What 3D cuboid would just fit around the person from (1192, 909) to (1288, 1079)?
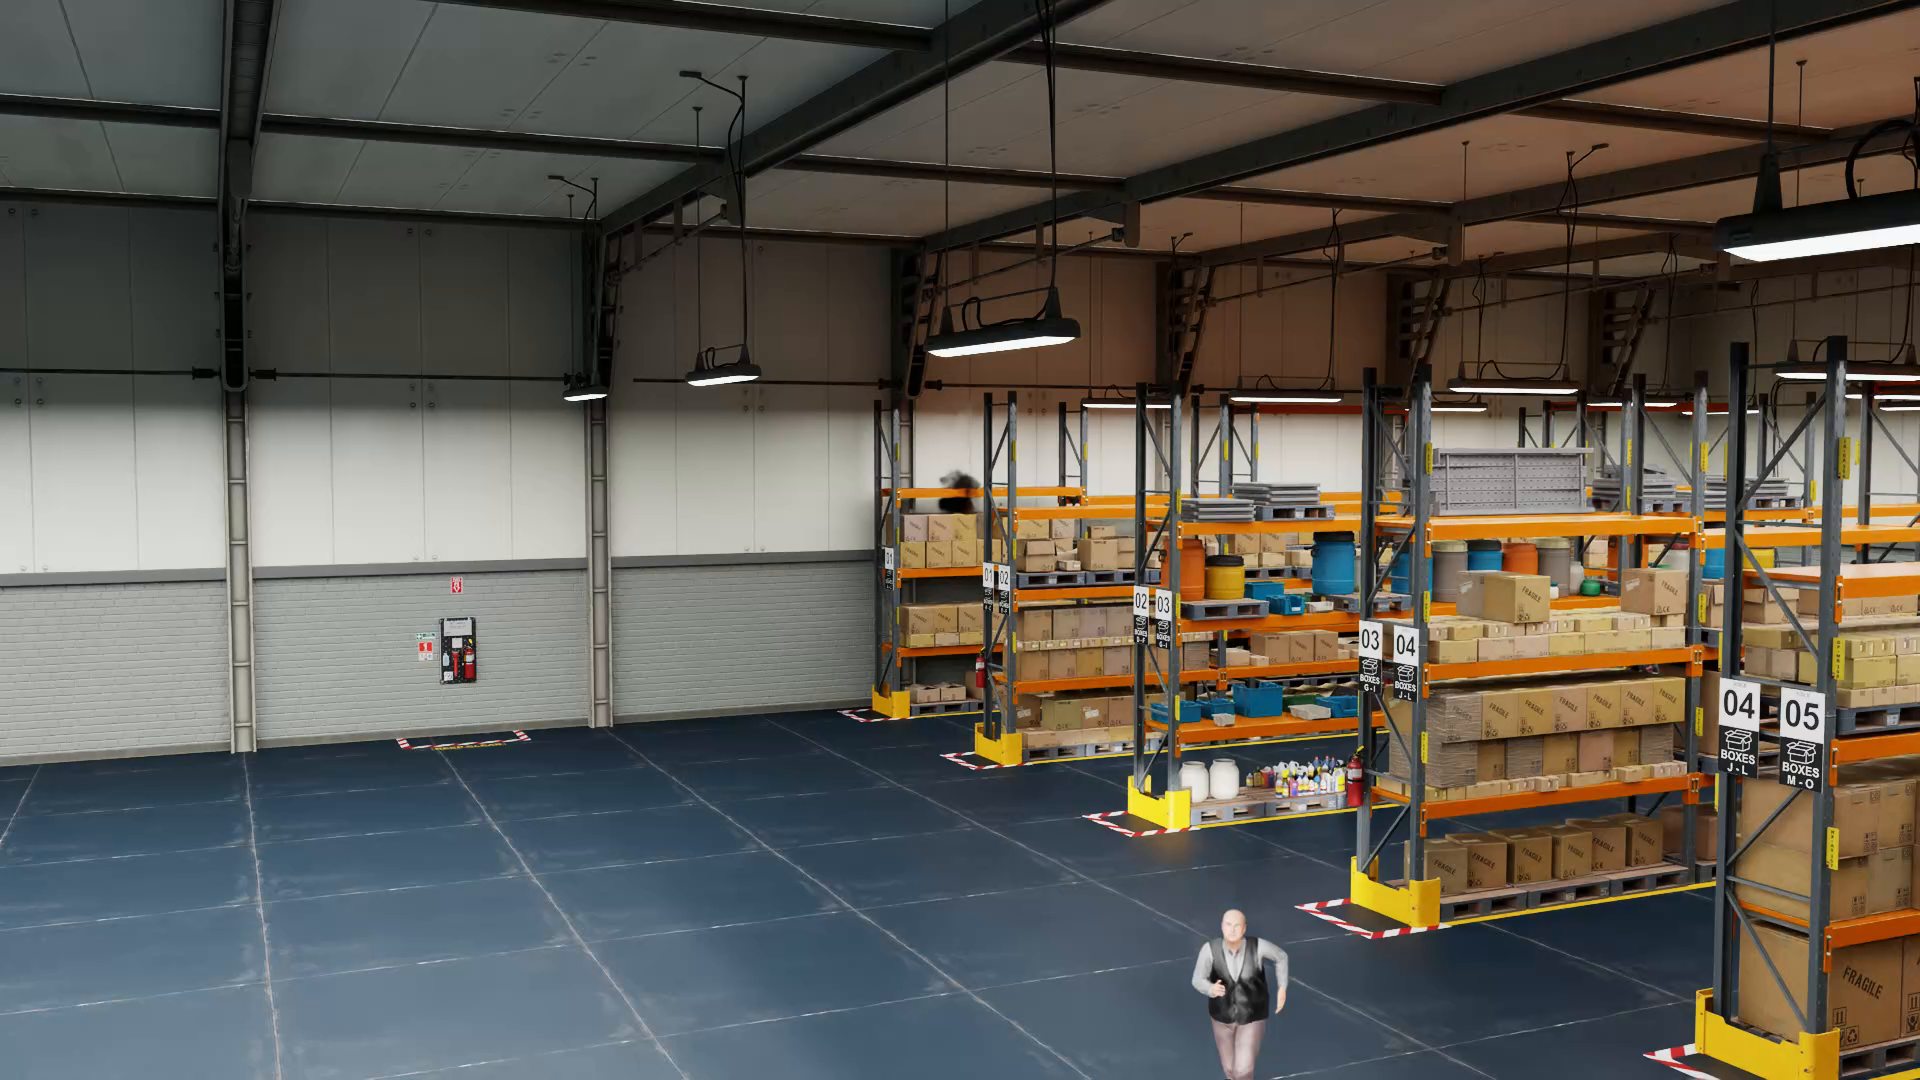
[{"bbox_3d":[2.075,3.589,12.380,0.680,1.735,0.826,1,3,17],"label":"person"}]
